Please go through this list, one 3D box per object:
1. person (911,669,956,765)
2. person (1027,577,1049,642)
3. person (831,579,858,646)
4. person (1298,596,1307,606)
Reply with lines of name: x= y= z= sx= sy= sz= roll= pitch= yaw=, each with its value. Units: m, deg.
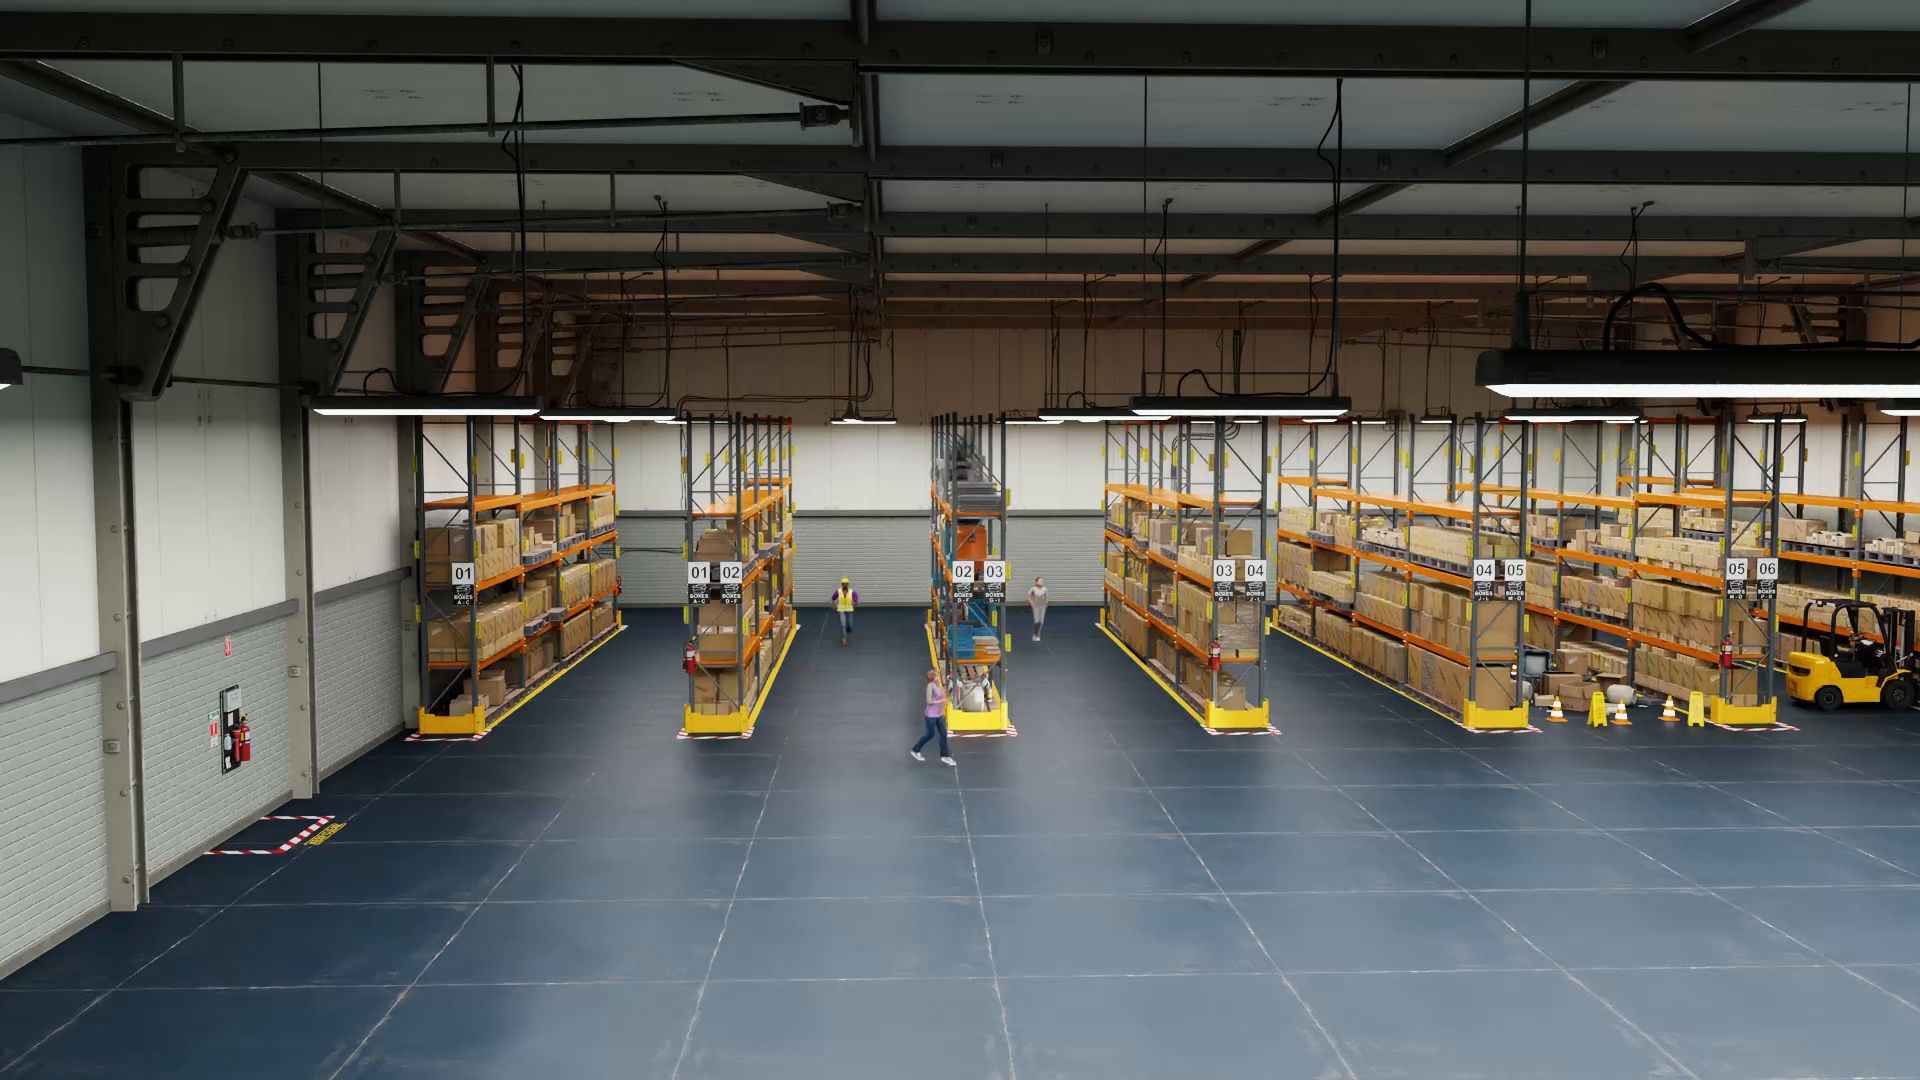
person: x=-0.463 y=2.986 z=28.099 sx=0.770 sy=1.611 sz=0.532 roll=2 pitch=4 yaw=23
person: x=2.004 y=1.760 z=42.124 sx=0.538 sy=1.661 sz=0.576 roll=-1 pitch=4 yaw=-12
person: x=-3.019 y=1.882 z=43.692 sx=0.714 sy=1.741 sz=0.862 roll=-1 pitch=4 yaw=-10
person: x=10.153 y=1.578 z=49.137 sx=0.521 sy=1.583 sz=0.637 roll=3 pitch=5 yaw=41
